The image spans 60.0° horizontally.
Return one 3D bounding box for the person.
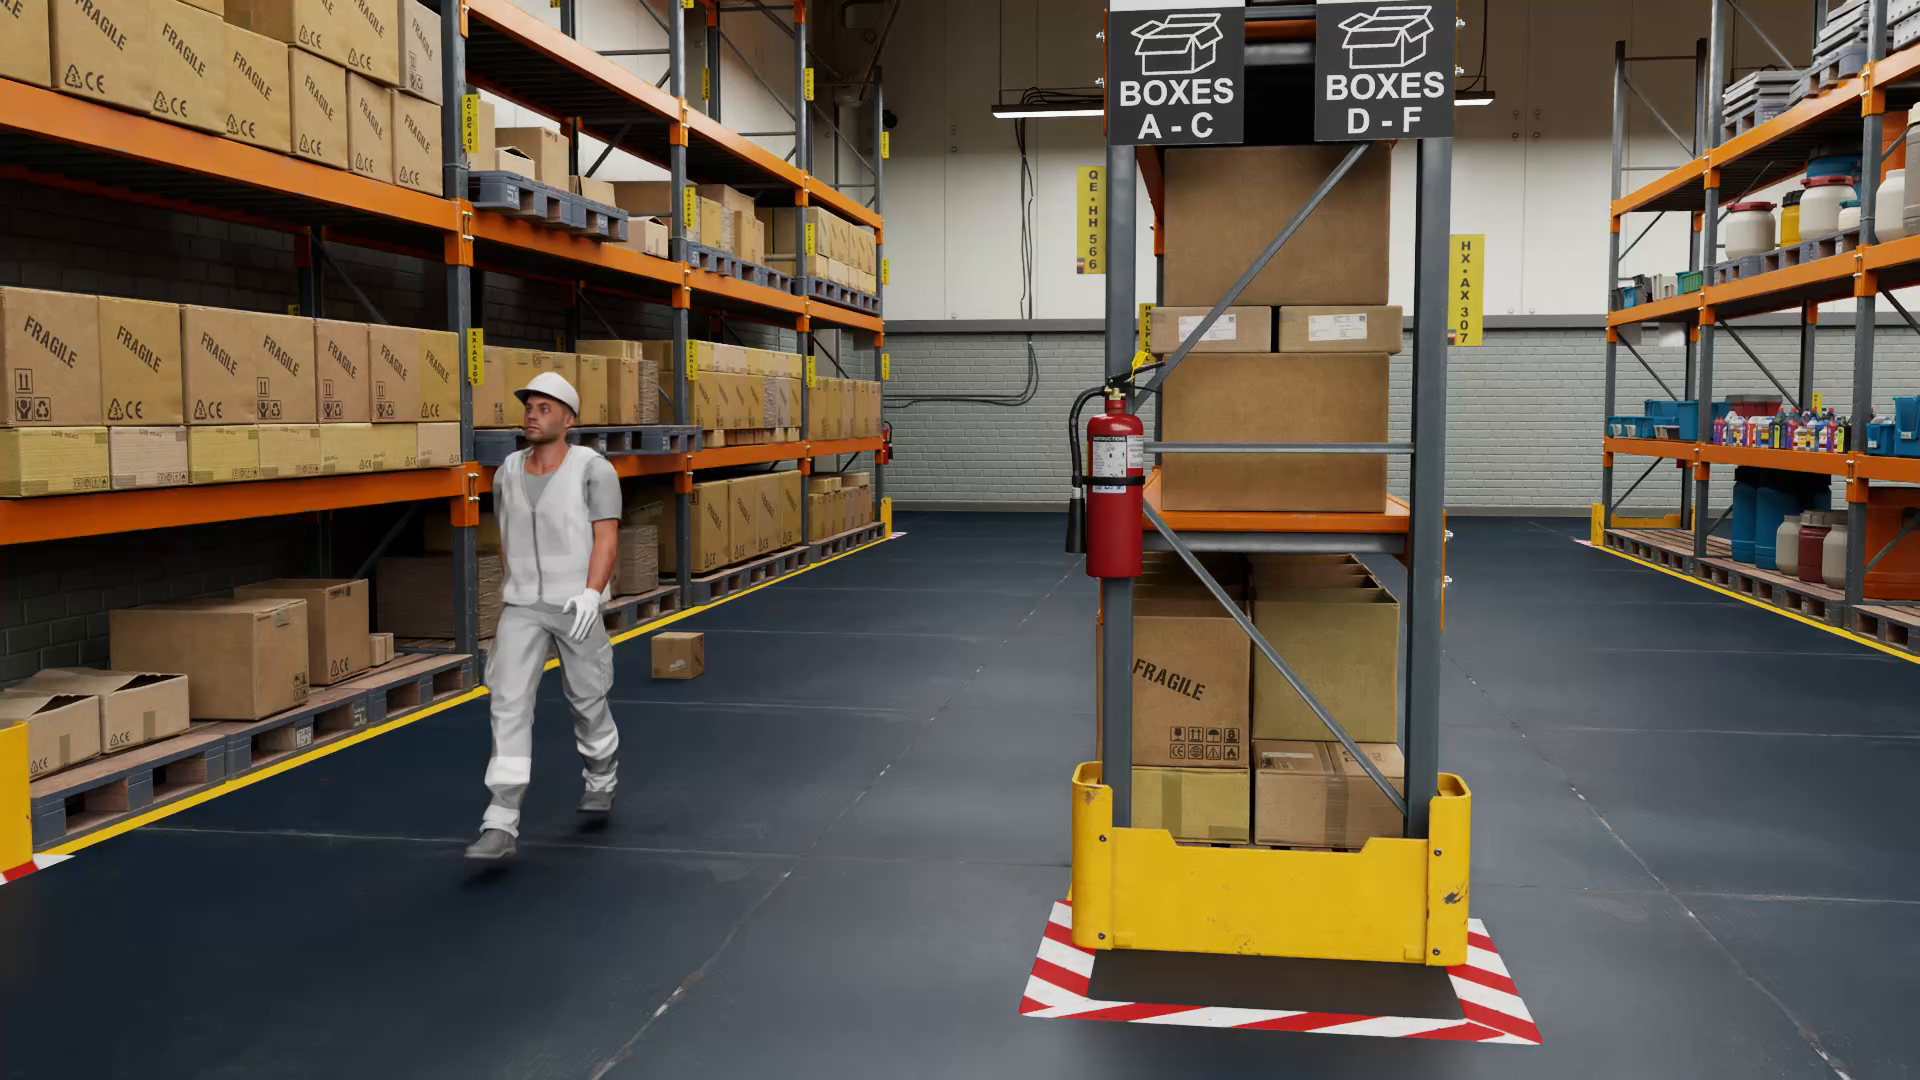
[{"bbox_3d":[-1.514,0.251,6.109,0.528,1.733,1.056,0,4,6],"label":"person"}]
